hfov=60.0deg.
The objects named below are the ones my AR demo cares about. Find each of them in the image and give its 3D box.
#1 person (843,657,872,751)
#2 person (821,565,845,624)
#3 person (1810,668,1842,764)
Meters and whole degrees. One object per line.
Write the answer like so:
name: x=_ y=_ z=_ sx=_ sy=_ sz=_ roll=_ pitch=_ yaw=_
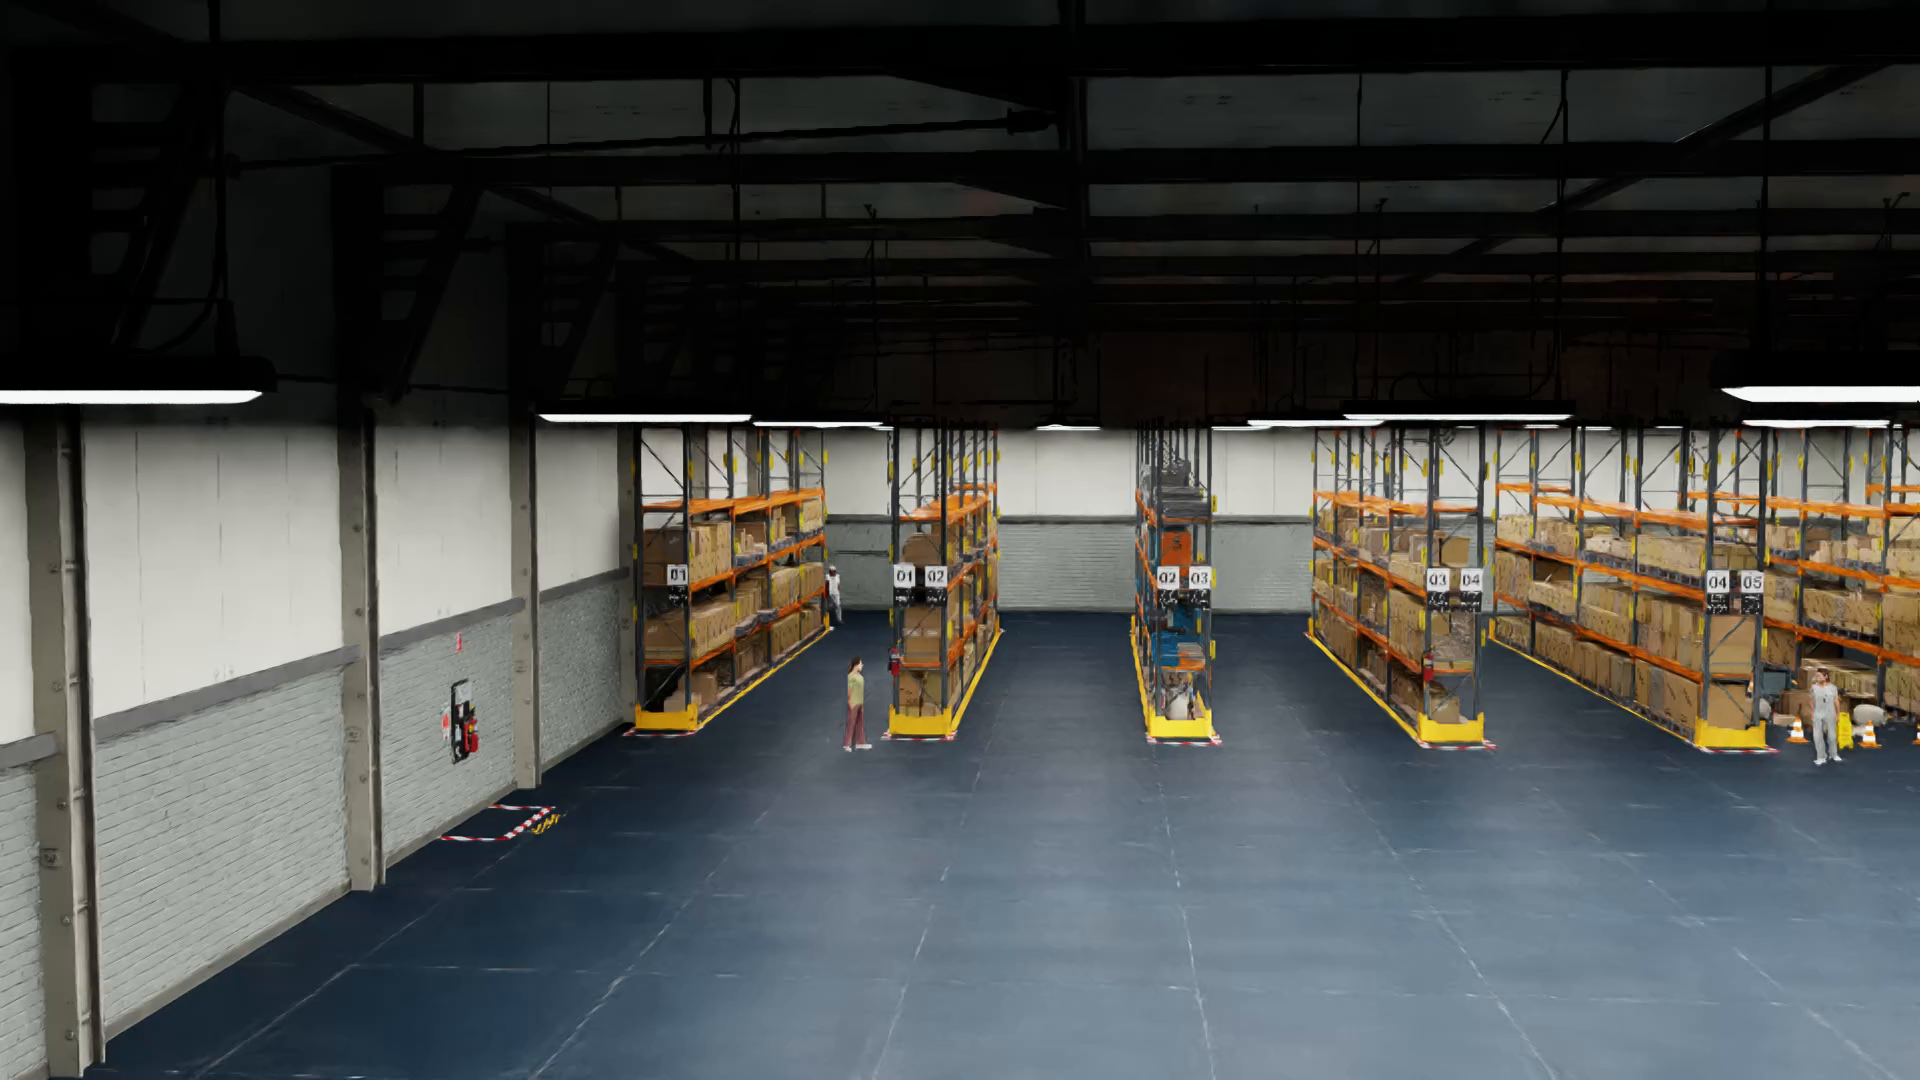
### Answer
person: x=-1.867 y=2.925 z=29.797 sx=0.412 sy=1.675 sz=0.549 roll=2 pitch=4 yaw=23
person: x=-3.843 y=1.608 z=49.665 sx=0.593 sy=1.757 sz=0.948 roll=-1 pitch=4 yaw=-21
person: x=14.962 y=3.023 z=28.721 sx=0.510 sy=1.660 sz=0.556 roll=3 pitch=5 yaw=41
